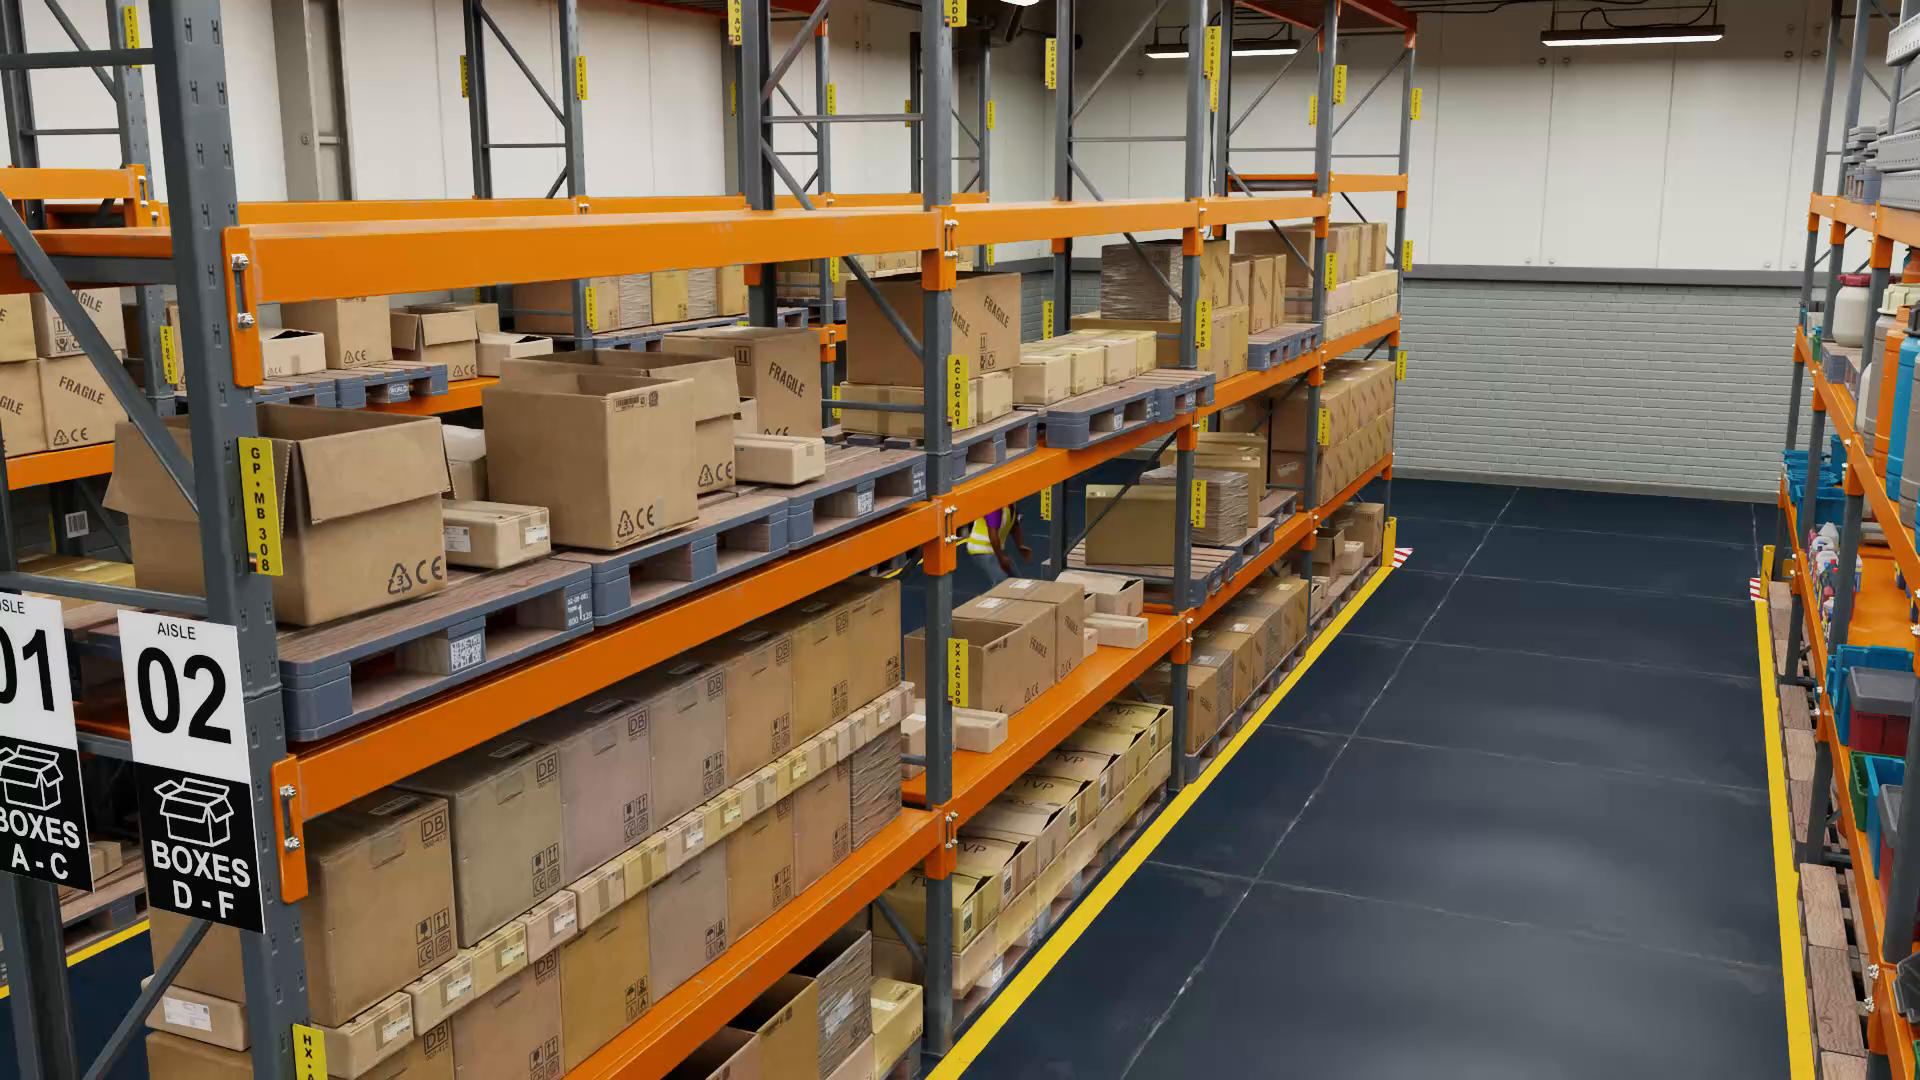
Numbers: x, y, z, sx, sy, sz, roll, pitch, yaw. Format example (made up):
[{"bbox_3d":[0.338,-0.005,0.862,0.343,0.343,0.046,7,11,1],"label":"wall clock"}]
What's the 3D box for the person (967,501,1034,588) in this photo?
[{"bbox_3d":[0.396,0.110,15.765,0.599,1.613,0.616,6,13,24],"label":"person"}]
